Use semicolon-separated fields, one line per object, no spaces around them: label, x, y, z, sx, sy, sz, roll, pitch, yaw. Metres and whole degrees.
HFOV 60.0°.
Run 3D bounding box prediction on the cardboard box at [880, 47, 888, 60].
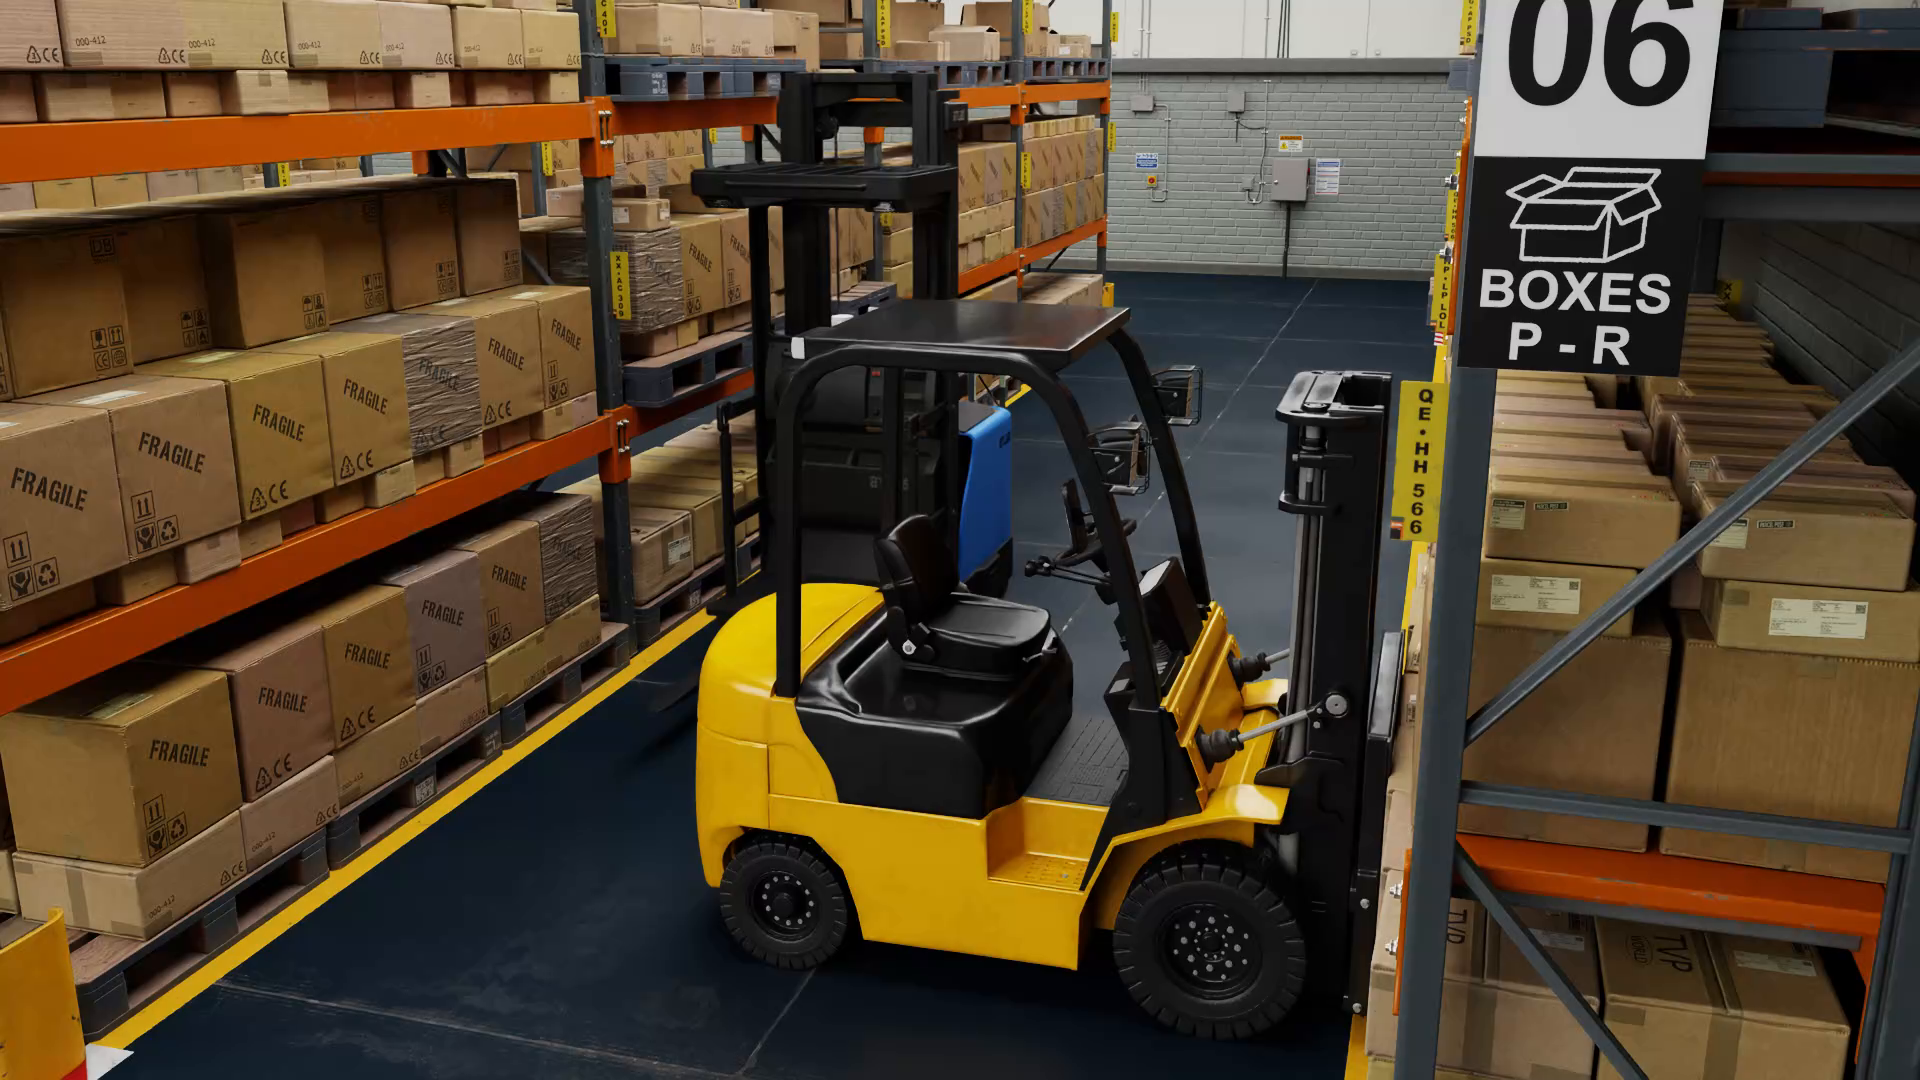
cardboard box;-0.950;-3.882;12.568;0.700;0.500;0.500;4;16;13

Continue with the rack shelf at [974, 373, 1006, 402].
rack shelf;-0.002;-1.095;10.512;0.431;0.370;0.720;5;16;16

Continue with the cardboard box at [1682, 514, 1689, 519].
cardboard box;1.870;-0.002;3.967;0.380;0.149;0.250;4;16;15

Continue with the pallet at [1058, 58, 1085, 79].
pallet;0.679;-4.893;17.249;1.003;0.211;1.213;5;16;16

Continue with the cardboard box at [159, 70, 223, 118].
cardboard box;-2.702;-1.484;5.529;0.380;0.149;0.250;4;16;14

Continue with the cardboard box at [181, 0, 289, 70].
cardboard box;-2.649;-1.715;5.611;0.500;0.250;0.500;5;17;18

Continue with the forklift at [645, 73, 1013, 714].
forklift;-0.618;-0.806;8.300;1.130;2.935;3.031;5;17;17

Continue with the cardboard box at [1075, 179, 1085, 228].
cardboard box;1.047;-3.644;17.995;0.500;0.500;0.500;5;17;17

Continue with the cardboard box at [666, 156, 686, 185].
cardboard box;-3.583;-4.284;19.709;0.500;0.500;0.500;4;16;15

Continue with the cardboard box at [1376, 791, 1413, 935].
cardboard box;1.409;0.923;4.514;0.500;0.250;0.500;5;17;17

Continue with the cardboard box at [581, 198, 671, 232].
cardboard box;-1.713;-1.669;8.530;0.380;0.149;0.250;5;16;16

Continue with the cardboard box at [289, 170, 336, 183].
cardboard box;-8.305;-4.567;21.164;0.500;0.250;0.500;4;16;15

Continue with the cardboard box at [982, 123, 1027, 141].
cardboard box;0.426;-3.865;15.754;0.380;0.149;0.250;4;16;15

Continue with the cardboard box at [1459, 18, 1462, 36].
cardboard box;4.342;-4.249;13.777;0.380;0.149;0.250;5;17;17

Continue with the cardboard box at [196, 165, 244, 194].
cardboard box;-5.961;-2.685;12.782;0.700;0.500;0.500;5;16;16

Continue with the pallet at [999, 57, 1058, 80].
pallet;0.330;-4.575;16.127;1.003;0.211;1.213;5;16;16

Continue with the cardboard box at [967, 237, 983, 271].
cardboard box;-0.106;-2.488;14.381;0.500;0.250;0.500;4;16;14

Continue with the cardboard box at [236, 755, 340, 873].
cardboard box;-2.676;0.977;6.159;0.500;0.250;0.500;5;17;18

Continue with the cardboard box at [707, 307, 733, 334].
cardboard box;-1.526;-1.278;9.530;0.380;0.149;0.250;5;17;17

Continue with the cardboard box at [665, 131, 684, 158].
cardboard box;-3.586;-4.766;19.574;0.500;0.500;0.500;4;16;14

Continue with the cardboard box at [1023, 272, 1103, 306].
cardboard box;1.133;-2.797;19.118;0.875;0.438;0.875;4;16;14

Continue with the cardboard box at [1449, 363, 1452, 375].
cardboard box;1.895;-0.516;5.779;0.380;0.149;0.250;4;16;15

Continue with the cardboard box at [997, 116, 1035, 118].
cardboard box;0.610;-4.574;18.254;0.380;0.149;0.250;4;16;14

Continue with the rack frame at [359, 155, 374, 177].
rack frame;-8.277;-4.776;22.171;1.000;3.000;0.127;5;16;16

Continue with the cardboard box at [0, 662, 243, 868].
cardboard box;-2.822;0.742;5.610;0.500;0.500;0.500;4;16;14

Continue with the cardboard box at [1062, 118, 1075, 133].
cardboard box;1.004;-4.401;17.646;0.380;0.149;0.250;5;17;17

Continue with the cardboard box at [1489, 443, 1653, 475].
cardboard box;1.377;-0.118;3.831;0.380;0.149;0.250;5;16;16

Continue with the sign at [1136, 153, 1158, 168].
sign;2.775;-5.634;24.702;0.327;0.218;0.001;5;16;16

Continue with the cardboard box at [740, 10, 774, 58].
cardboard box;-1.370;-2.829;9.315;0.500;0.250;0.500;4;16;15

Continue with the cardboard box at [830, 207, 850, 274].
cardboard box;-1.048;-2.031;10.996;0.500;0.500;0.500;4;16;15

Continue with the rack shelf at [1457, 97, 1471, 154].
rack shelf;3.143;-2.105;8.573;1.077;0.370;4.000;5;16;16

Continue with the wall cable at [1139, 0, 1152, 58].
wall cable;2.571;-8.404;23.967;0.463;3.000;0.029;5;16;16

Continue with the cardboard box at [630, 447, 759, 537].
cardboard box;-1.642;-0.314;10.485;0.950;0.372;0.625;5;17;18

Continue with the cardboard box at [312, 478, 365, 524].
cardboard box;-2.538;-0.178;6.419;0.380;0.149;0.250;4;16;14

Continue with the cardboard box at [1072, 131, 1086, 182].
cardboard box;1.052;-4.124;17.857;0.500;0.500;0.500;5;16;16

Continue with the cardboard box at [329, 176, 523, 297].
cardboard box;-2.519;-1.442;7.856;0.700;0.500;0.500;4;16;15

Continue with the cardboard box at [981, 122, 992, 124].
cardboard box;0.129;-4.033;16.346;0.380;0.149;0.250;5;16;16

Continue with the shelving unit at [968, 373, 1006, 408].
shelving unit;-0.002;-0.720;10.619;0.431;1.500;0.755;5;16;16

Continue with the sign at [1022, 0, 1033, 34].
sign;0.611;-4.765;15.110;0.100;0.325;0.005;5;16;16

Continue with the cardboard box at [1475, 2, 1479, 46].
cardboard box;2.764;-2.544;8.014;0.500;0.311;0.500;4;16;14

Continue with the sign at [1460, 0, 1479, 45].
sign;3.191;-3.265;10.400;0.100;0.325;0.005;5;16;16

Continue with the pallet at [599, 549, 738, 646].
pallet;-1.966;0.269;9.492;1.003;0.211;1.213;5;16;16

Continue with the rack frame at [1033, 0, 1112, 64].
rack frame;1.224;-6.894;18.643;1.000;3.000;0.127;5;16;16

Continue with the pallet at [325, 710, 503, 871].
pallet;-2.688;0.972;7.016;1.003;0.211;1.213;5;16;16

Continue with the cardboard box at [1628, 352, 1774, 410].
cardboard box;2.276;-0.484;5.122;0.380;0.149;0.250;5;17;17

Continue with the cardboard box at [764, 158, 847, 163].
cardboard box;-1.153;-2.599;12.481;0.500;0.500;0.500;4;16;14

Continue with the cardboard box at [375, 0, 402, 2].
cardboard box;-2.371;-2.130;6.342;0.380;0.149;0.250;5;17;17

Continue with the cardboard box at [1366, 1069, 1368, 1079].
cardboard box;1.268;1.536;4.188;0.500;0.250;0.500;5;17;16

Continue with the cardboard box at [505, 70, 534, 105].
cardboard box;-2.139;-2.025;7.435;0.380;0.149;0.250;5;17;17

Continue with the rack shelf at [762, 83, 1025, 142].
rack shelf;-0.481;-3.535;13.617;1.077;0.370;4.000;5;16;16
